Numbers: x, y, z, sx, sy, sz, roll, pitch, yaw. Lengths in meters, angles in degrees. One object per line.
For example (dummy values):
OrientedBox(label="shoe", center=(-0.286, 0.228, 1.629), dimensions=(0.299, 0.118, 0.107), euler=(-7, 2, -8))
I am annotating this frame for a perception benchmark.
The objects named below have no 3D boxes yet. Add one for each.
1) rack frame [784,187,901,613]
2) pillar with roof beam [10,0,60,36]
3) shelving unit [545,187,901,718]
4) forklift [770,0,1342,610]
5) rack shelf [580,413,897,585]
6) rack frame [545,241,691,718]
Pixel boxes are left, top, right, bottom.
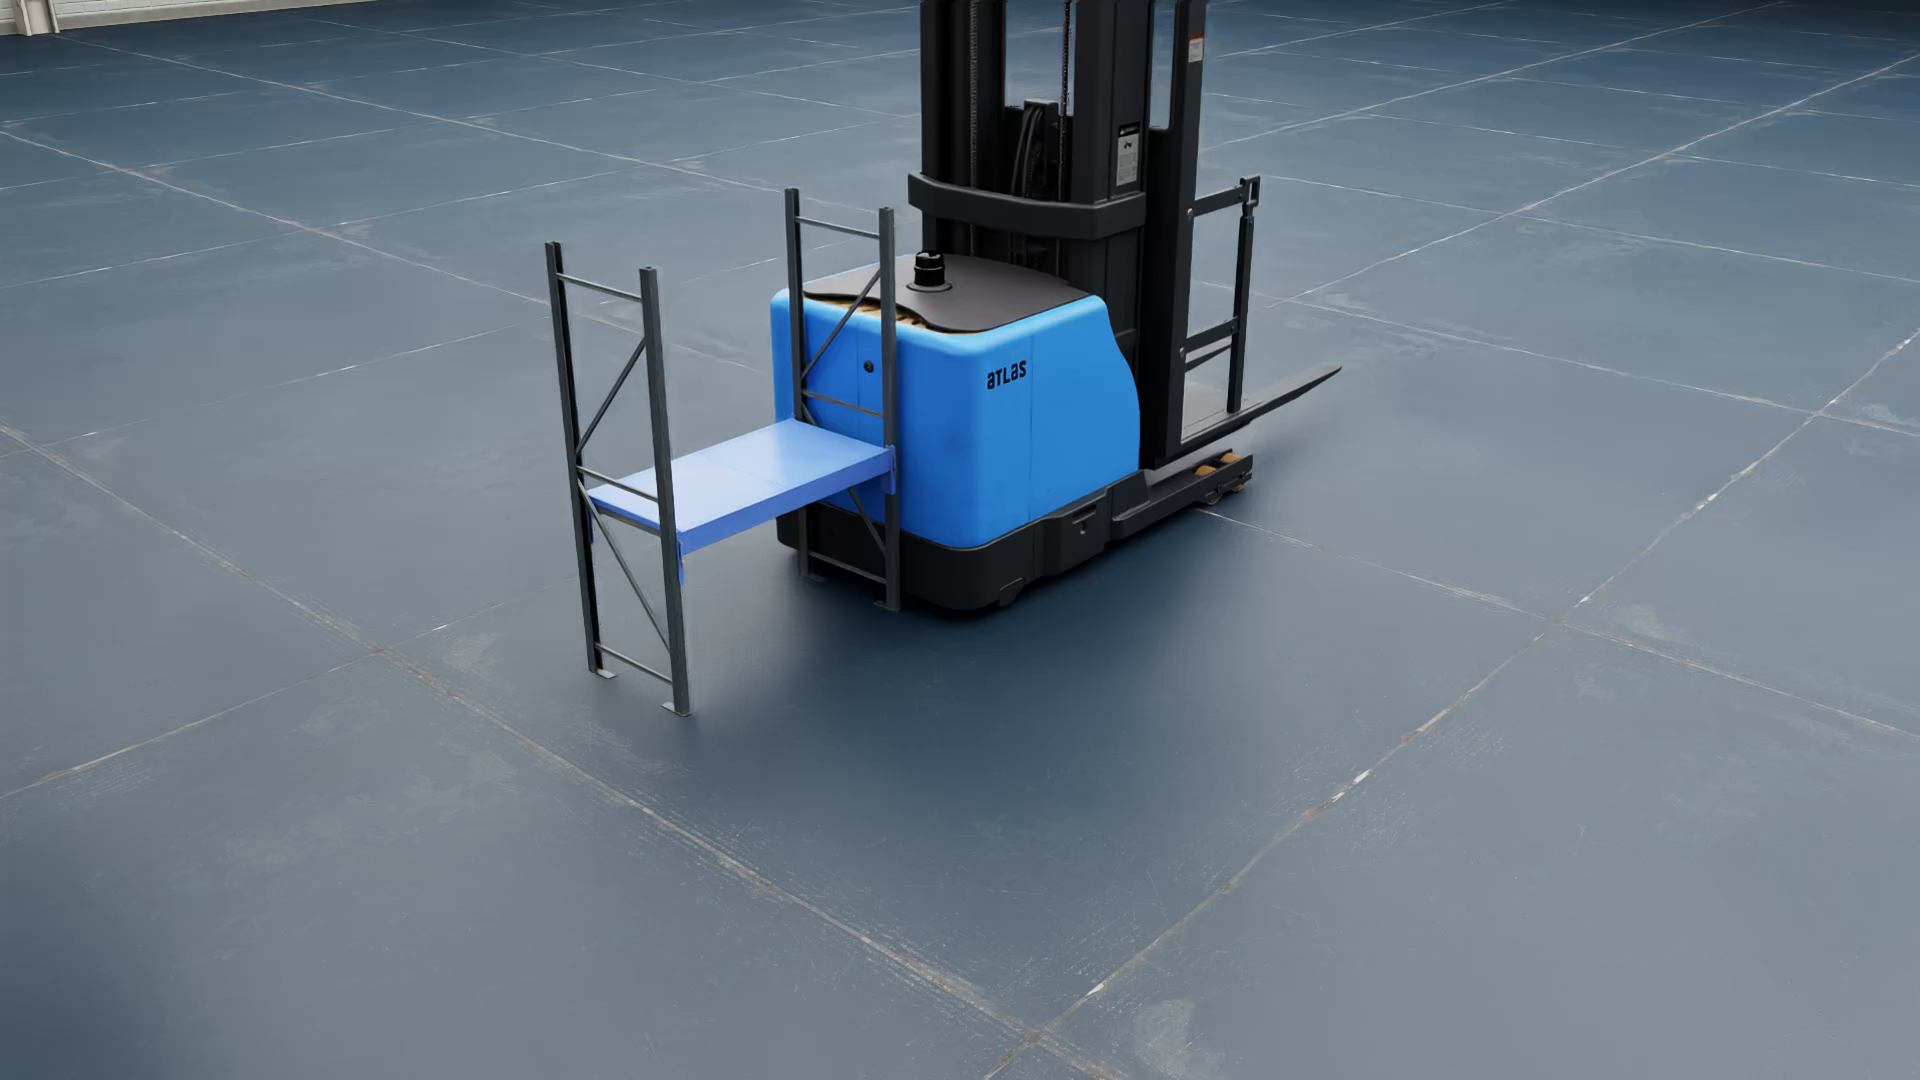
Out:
OrientedBox(label="rack frame", center=(-0.418, -0.486, 6.001), dimensions=(0.500, 1.500, 0.032), euler=(20, 31, 37))
OrientedBox(label="pillar with roof beam", center=(-8.484, -9.365, 16.638), dimensions=(9.100, 9.000, 0.400), euler=(20, 31, 38))
OrientedBox(label="shelving unit", center=(-0.751, -0.329, 5.651), dimensions=(0.538, 1.500, 1.048), euler=(20, 31, 37))
OrientedBox(label="forklift", center=(0.620, -1.608, 6.753), dimensions=(1.130, 2.935, 3.031), euler=(20, 31, 37))
OrientedBox(label="rack shelf", center=(-0.751, -0.165, 5.724), dimensions=(0.538, 0.185, 1.000), euler=(20, 31, 37))
OrientedBox(label="rack frame", center=(-1.085, -0.172, 5.301), dimensions=(0.500, 1.500, 0.032), euler=(20, 31, 37))
